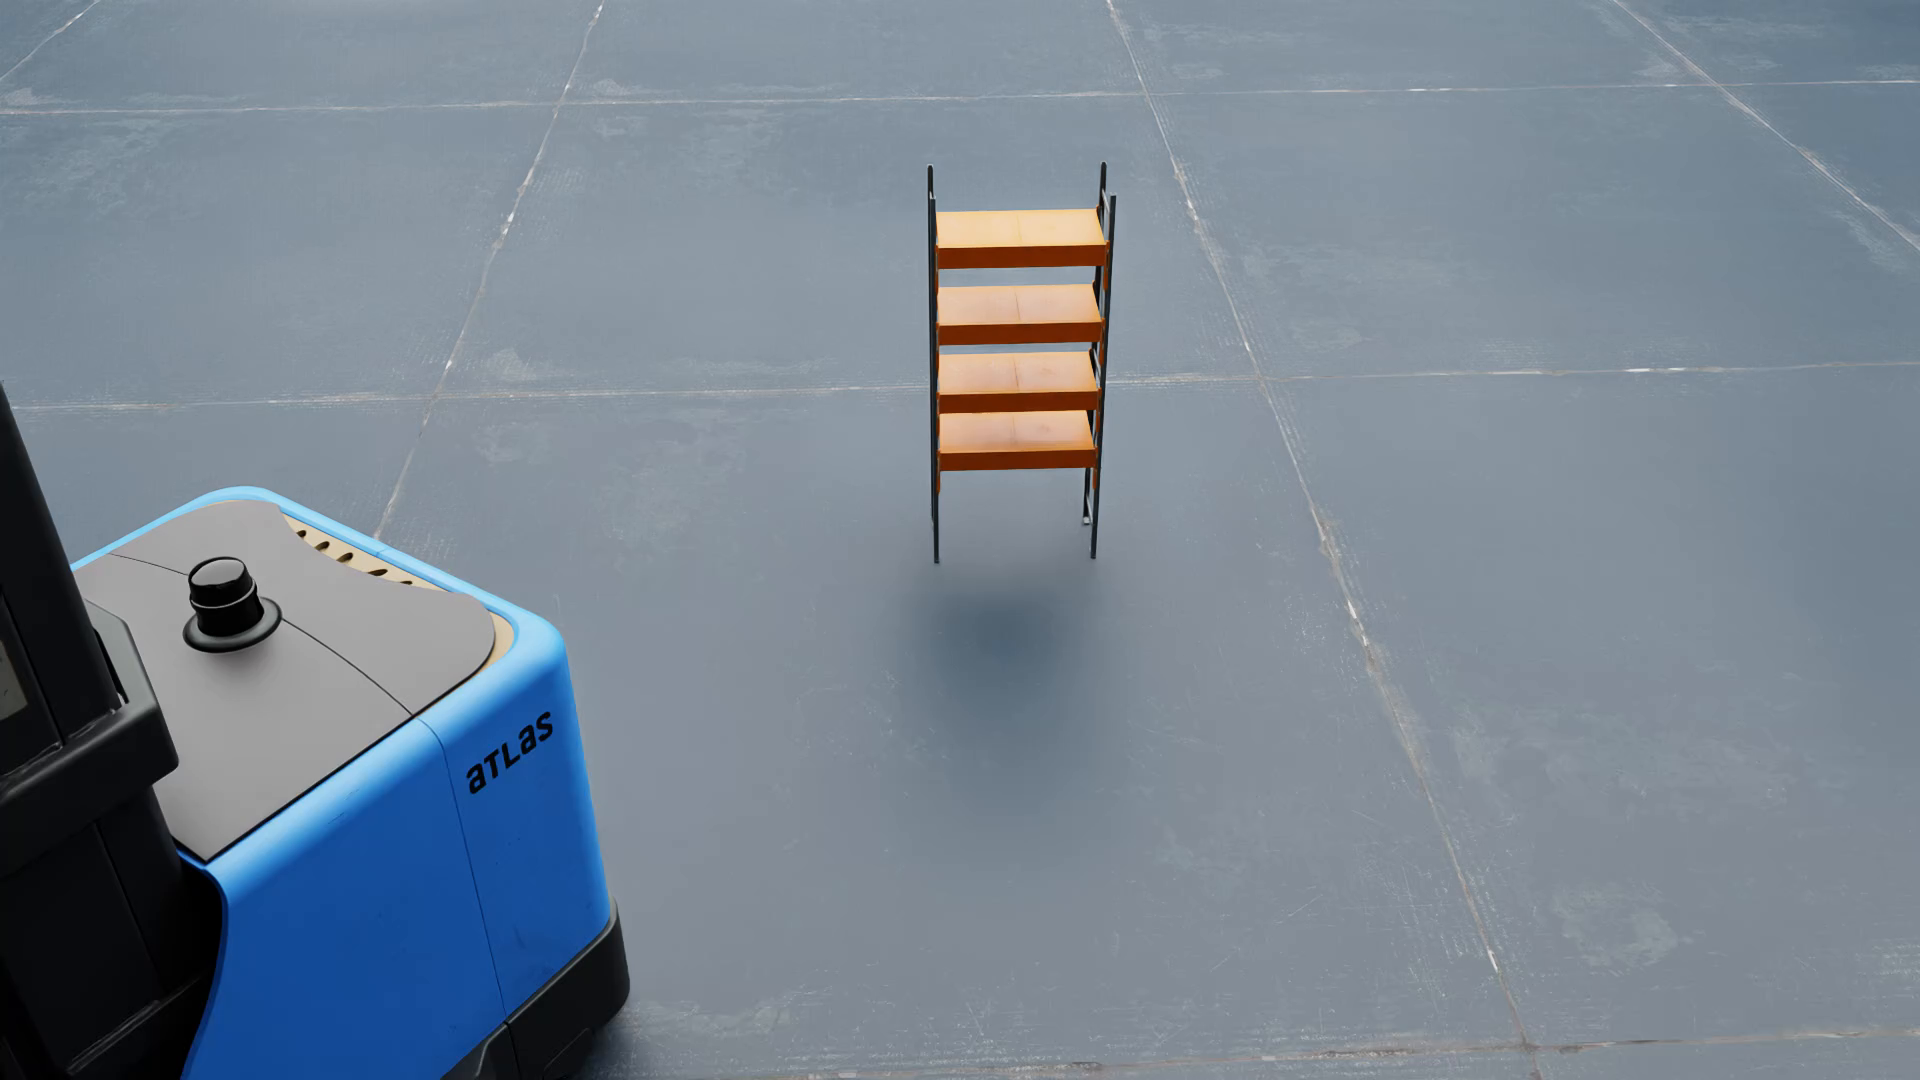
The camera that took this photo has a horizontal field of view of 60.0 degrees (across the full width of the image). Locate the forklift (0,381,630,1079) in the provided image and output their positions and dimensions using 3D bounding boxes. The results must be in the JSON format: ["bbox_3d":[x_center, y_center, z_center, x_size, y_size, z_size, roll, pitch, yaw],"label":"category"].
[{"bbox_3d":[-1.964,0.390,2.111,1.130,2.935,3.031,21,40,27],"label":"forklift"}]

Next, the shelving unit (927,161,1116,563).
[{"bbox_3d":[0.165,-0.498,4.915,0.503,1.200,0.258,-2,35,-2],"label":"shelving unit"}]

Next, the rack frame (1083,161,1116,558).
[{"bbox_3d":[0.409,-0.504,4.924,0.015,1.200,0.240,-2,35,-2],"label":"rack frame"}]

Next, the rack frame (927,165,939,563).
[{"bbox_3d":[-0.078,-0.491,4.905,0.015,1.200,0.240,-2,35,-2],"label":"rack frame"}]

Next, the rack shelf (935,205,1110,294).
[{"bbox_3d":[0.165,-0.821,4.691,0.480,0.148,0.258,-2,35,-2],"label":"rack shelf"}]

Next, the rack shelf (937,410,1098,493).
[{"bbox_3d":[0.165,-0.279,5.066,0.480,0.148,0.258,-2,35,-2],"label":"rack shelf"}]

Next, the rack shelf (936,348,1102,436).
[{"bbox_3d":[0.165,-0.443,4.953,0.480,0.148,0.258,-2,35,-2],"label":"rack shelf"}]

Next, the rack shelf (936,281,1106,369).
[{"bbox_3d":[0.165,-0.626,4.826,0.480,0.148,0.258,-2,35,-2],"label":"rack shelf"}]
